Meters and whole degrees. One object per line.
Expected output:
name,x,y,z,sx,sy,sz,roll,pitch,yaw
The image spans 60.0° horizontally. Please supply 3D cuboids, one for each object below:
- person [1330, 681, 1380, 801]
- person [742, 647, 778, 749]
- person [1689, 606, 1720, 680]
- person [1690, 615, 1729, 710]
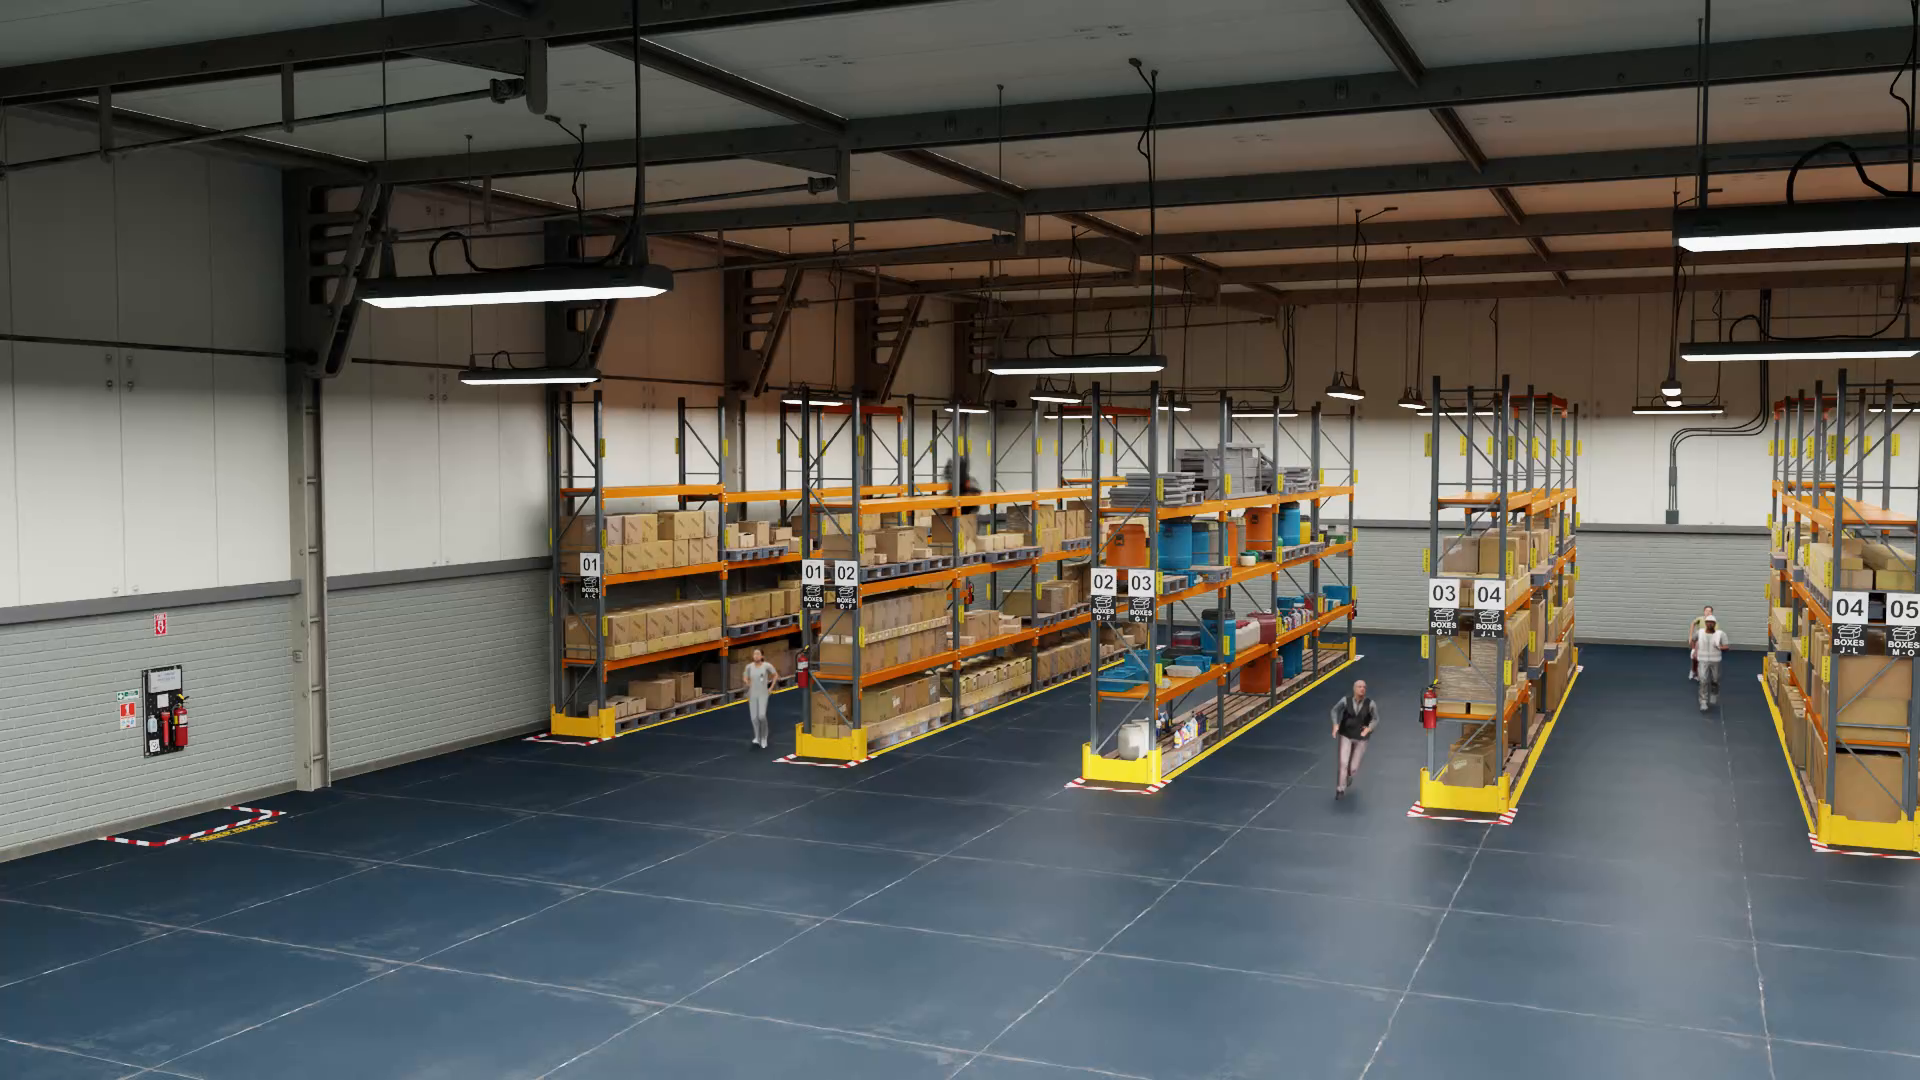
person,5.673,2.857,23.891,0.697,1.698,0.793,1,3,13
person,-3.357,2.643,27.777,0.565,1.703,0.648,0,3,8
person,15.972,2.214,35.685,0.606,1.619,0.580,2,4,27
person,14.337,2.322,31.811,0.683,1.771,0.997,1,3,25
